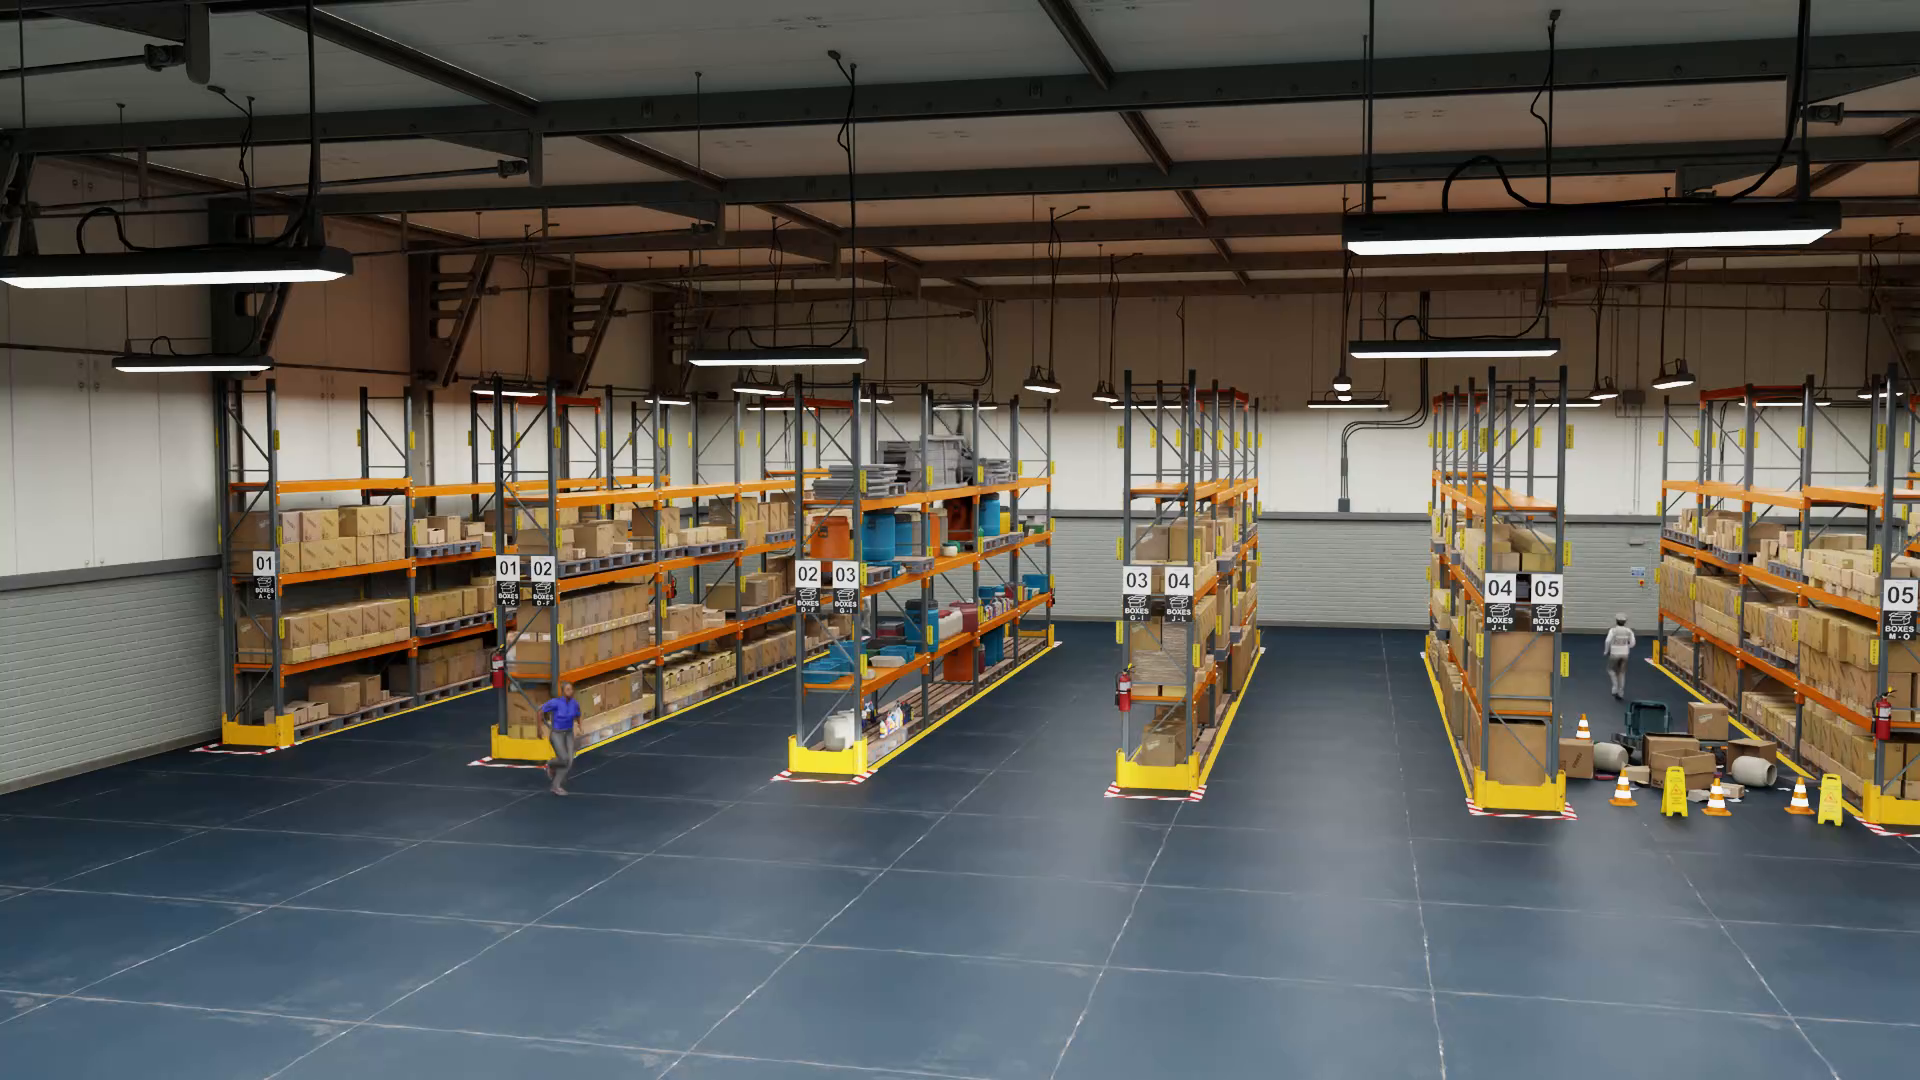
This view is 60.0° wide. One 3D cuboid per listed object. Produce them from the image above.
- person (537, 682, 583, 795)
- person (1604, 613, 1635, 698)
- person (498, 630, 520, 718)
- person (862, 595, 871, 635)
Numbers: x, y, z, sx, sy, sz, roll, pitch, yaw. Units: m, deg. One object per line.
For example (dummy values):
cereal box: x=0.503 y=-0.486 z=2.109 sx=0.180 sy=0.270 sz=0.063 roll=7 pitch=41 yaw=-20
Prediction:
person: x=-5.613 y=2.857 z=23.498 sx=0.635 sy=1.503 sz=0.605 roll=3 pitch=5 yaw=45
person: x=12.799 y=2.235 z=32.357 sx=0.603 sy=1.659 sz=0.536 roll=0 pitch=3 yaw=7
person: x=-7.942 y=2.408 z=29.271 sx=0.544 sy=1.634 sz=0.635 roll=0 pitch=3 yaw=-5
person: x=-2.351 y=1.535 z=43.059 sx=0.697 sy=1.791 sz=0.784 roll=-3 pitch=5 yaw=-41
